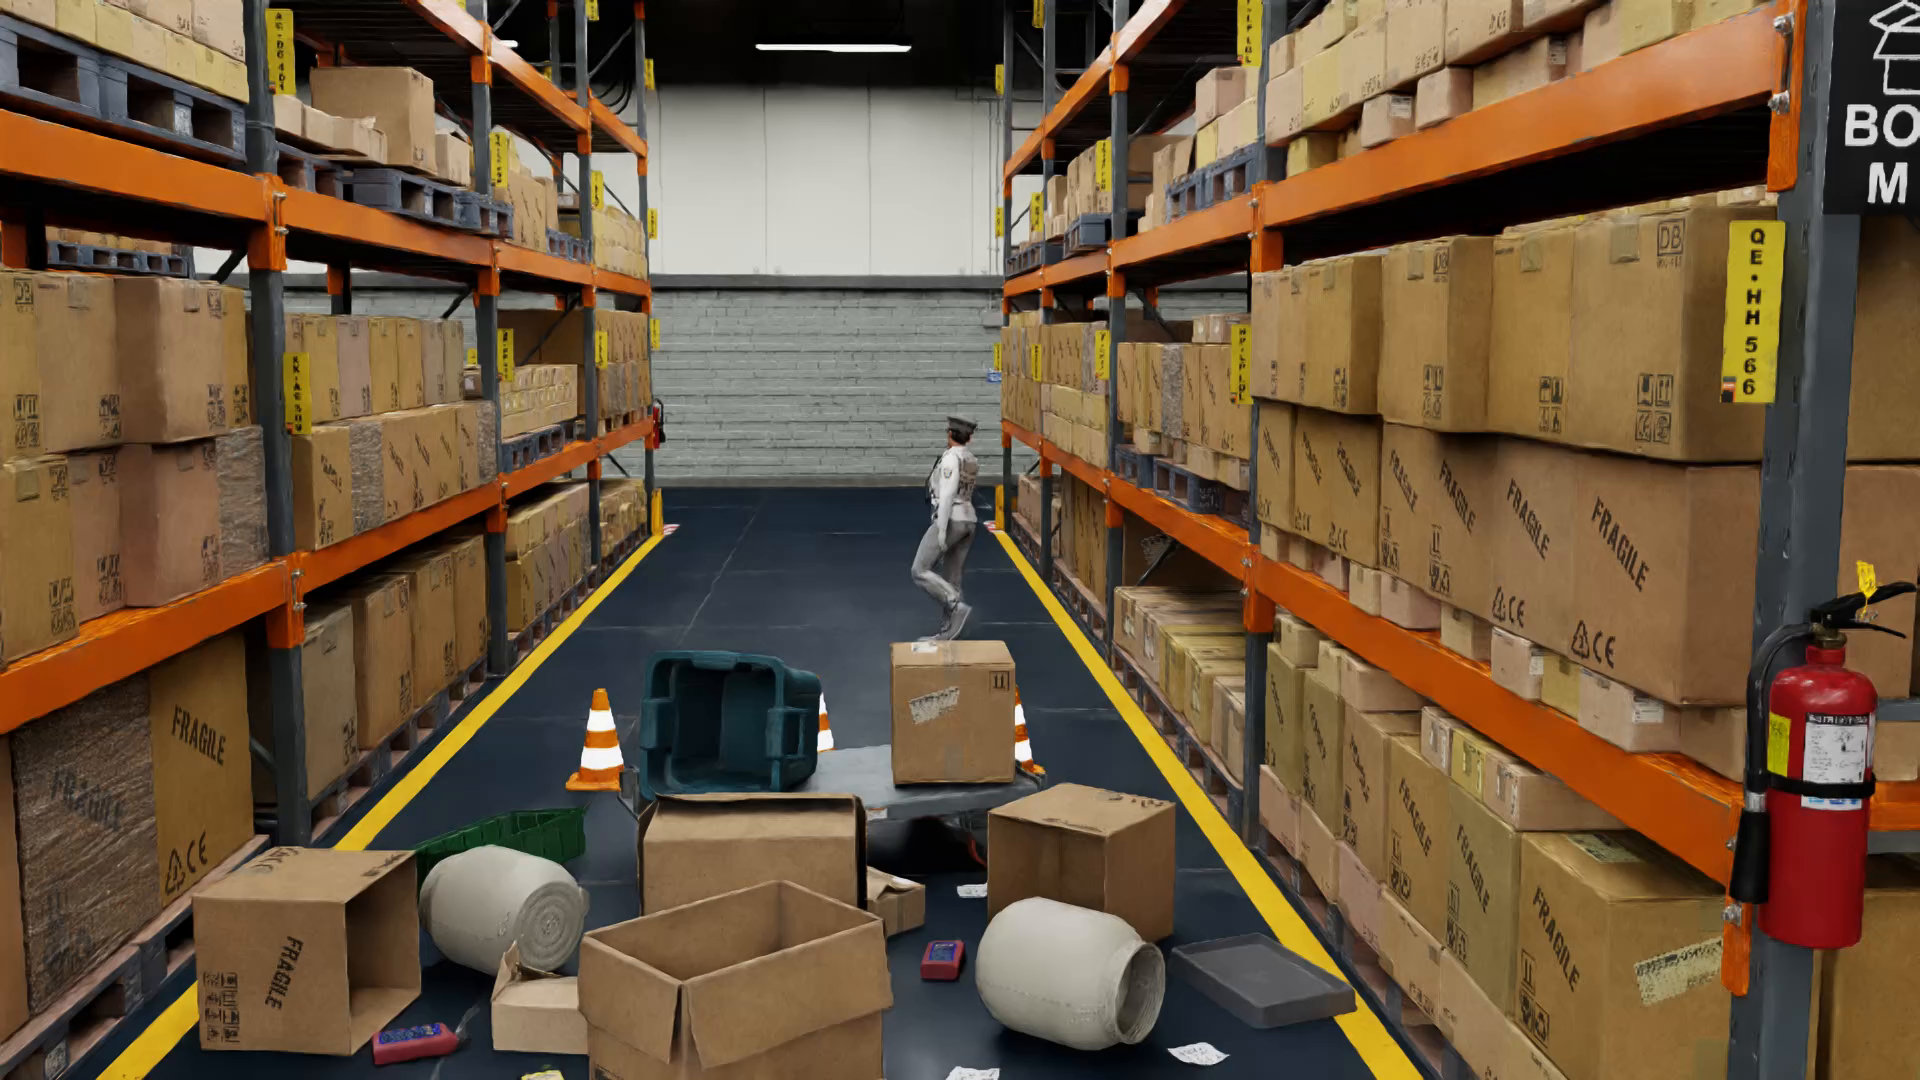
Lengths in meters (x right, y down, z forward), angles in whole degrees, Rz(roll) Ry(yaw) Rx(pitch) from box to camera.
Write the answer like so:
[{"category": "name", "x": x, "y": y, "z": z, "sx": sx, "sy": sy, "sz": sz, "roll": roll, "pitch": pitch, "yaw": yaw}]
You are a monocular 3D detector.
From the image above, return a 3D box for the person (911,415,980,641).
[{"category": "person", "x": -0.041, "y": -0.066, "z": 11.768, "sx": 0.486, "sy": 1.625, "sz": 0.625, "roll": 4, "pitch": 8, "yaw": 28}]
